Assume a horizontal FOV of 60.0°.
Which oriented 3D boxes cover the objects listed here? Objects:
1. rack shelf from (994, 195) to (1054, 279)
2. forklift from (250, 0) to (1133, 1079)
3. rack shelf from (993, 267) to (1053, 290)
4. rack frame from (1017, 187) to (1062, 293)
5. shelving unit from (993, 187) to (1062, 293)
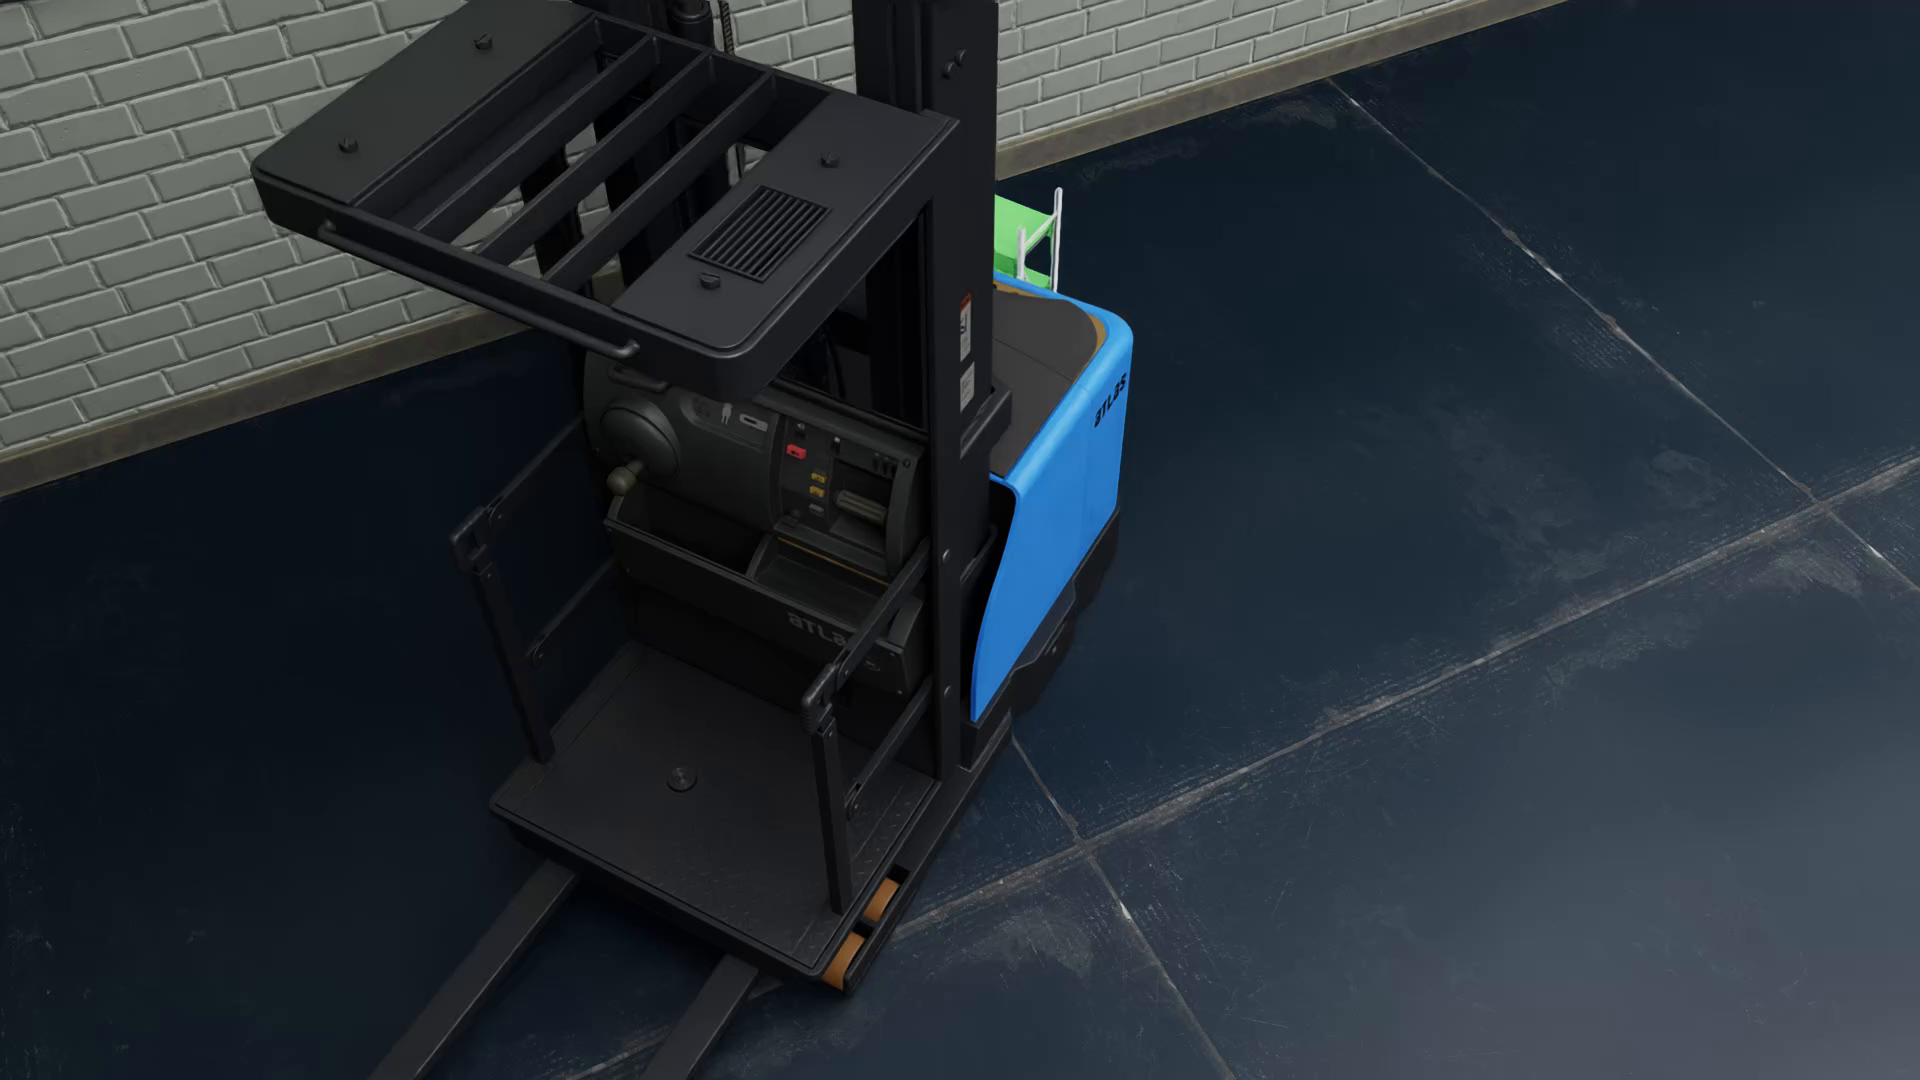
[{"bbox_3d":[0.038,-0.982,5.259,0.480,0.148,0.258,26,54,21],"label":"rack shelf"},{"bbox_3d":[-0.621,-0.109,3.898,1.130,2.935,3.031,22,52,18],"label":"forklift"},{"bbox_3d":[0.038,-0.824,5.439,0.480,0.148,0.258,26,54,21],"label":"rack shelf"},{"bbox_3d":[0.244,-0.608,5.485,0.015,1.200,0.240,26,54,21],"label":"rack frame"},{"bbox_3d":[0.038,-0.708,5.572,0.503,1.200,0.258,26,54,21],"label":"shelving unit"}]
